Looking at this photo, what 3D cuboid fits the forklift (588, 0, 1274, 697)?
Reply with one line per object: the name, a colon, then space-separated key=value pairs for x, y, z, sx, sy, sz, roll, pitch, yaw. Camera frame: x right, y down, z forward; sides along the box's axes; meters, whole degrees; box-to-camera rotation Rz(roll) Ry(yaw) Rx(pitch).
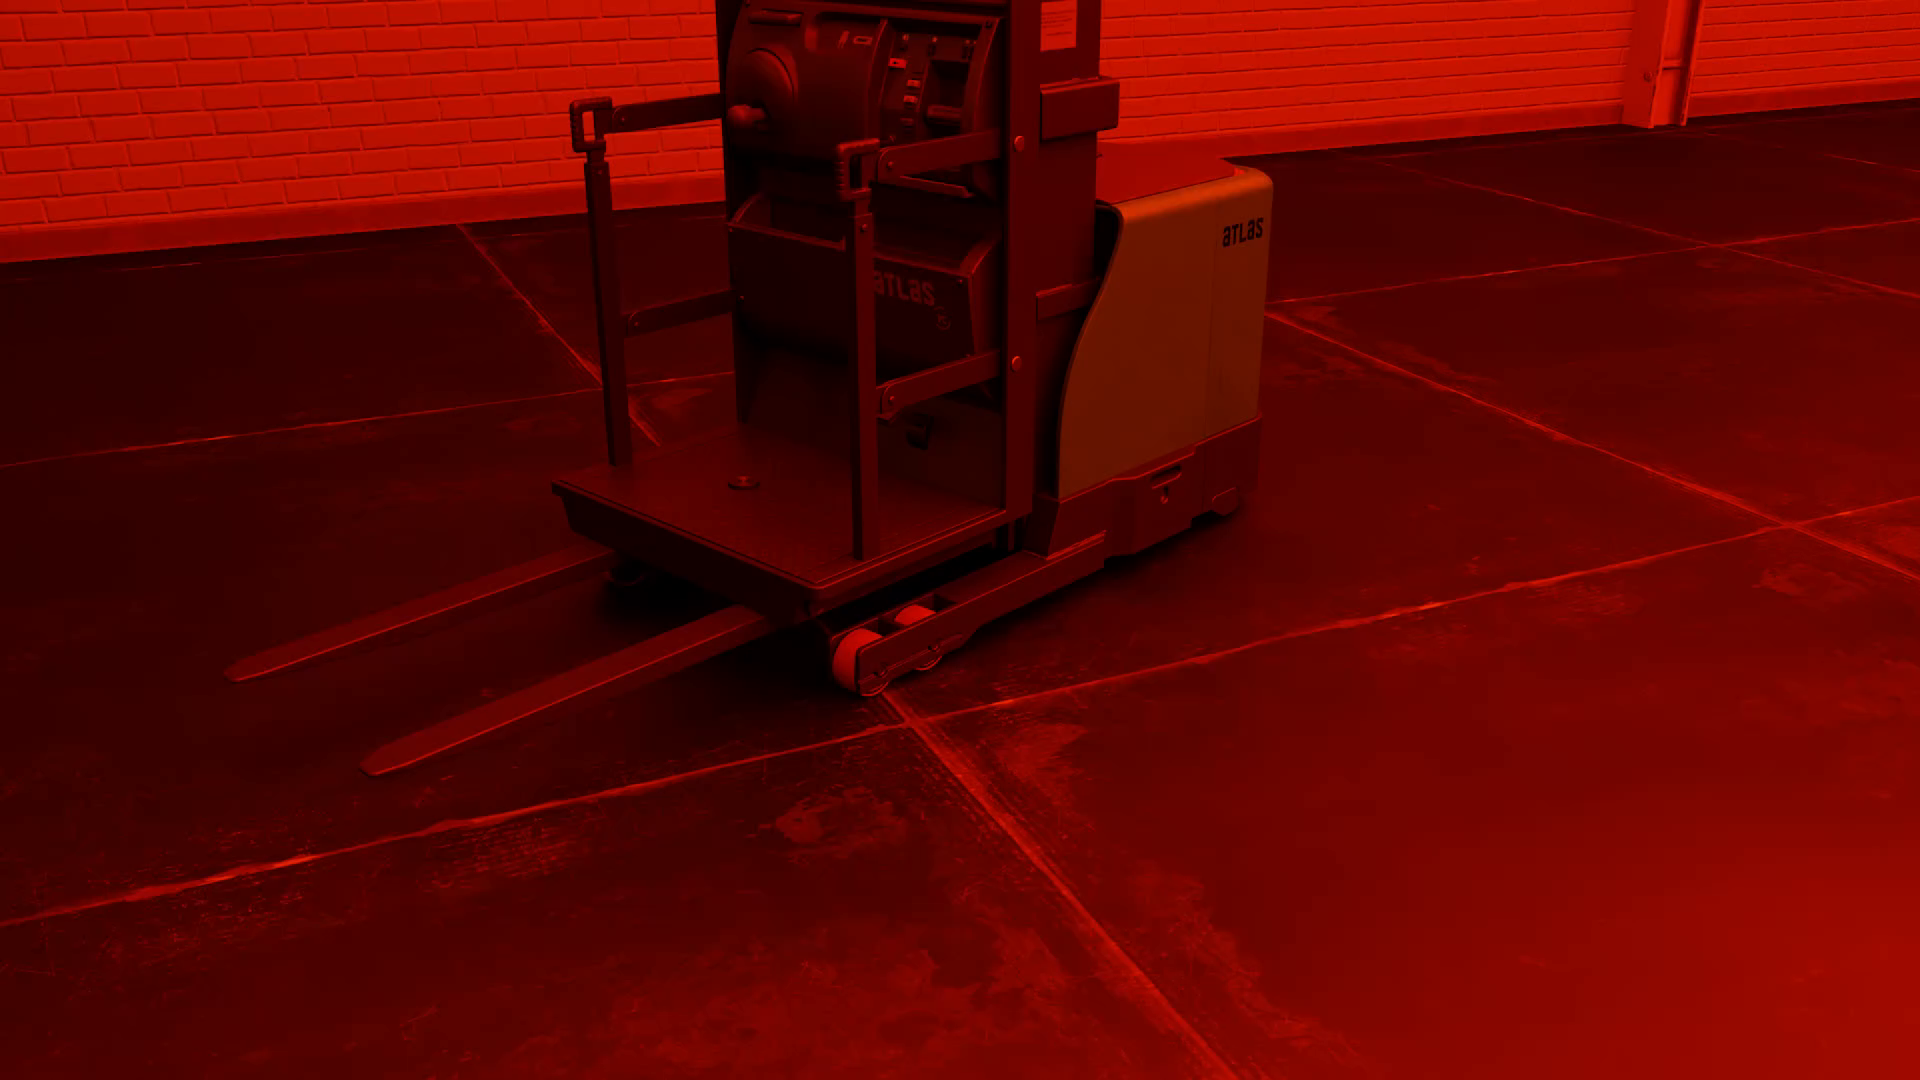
forklift: x=-0.042 y=-1.295 z=4.519 sx=1.129 sy=2.843 sz=1.939 roll=19 pitch=29 yaw=39
